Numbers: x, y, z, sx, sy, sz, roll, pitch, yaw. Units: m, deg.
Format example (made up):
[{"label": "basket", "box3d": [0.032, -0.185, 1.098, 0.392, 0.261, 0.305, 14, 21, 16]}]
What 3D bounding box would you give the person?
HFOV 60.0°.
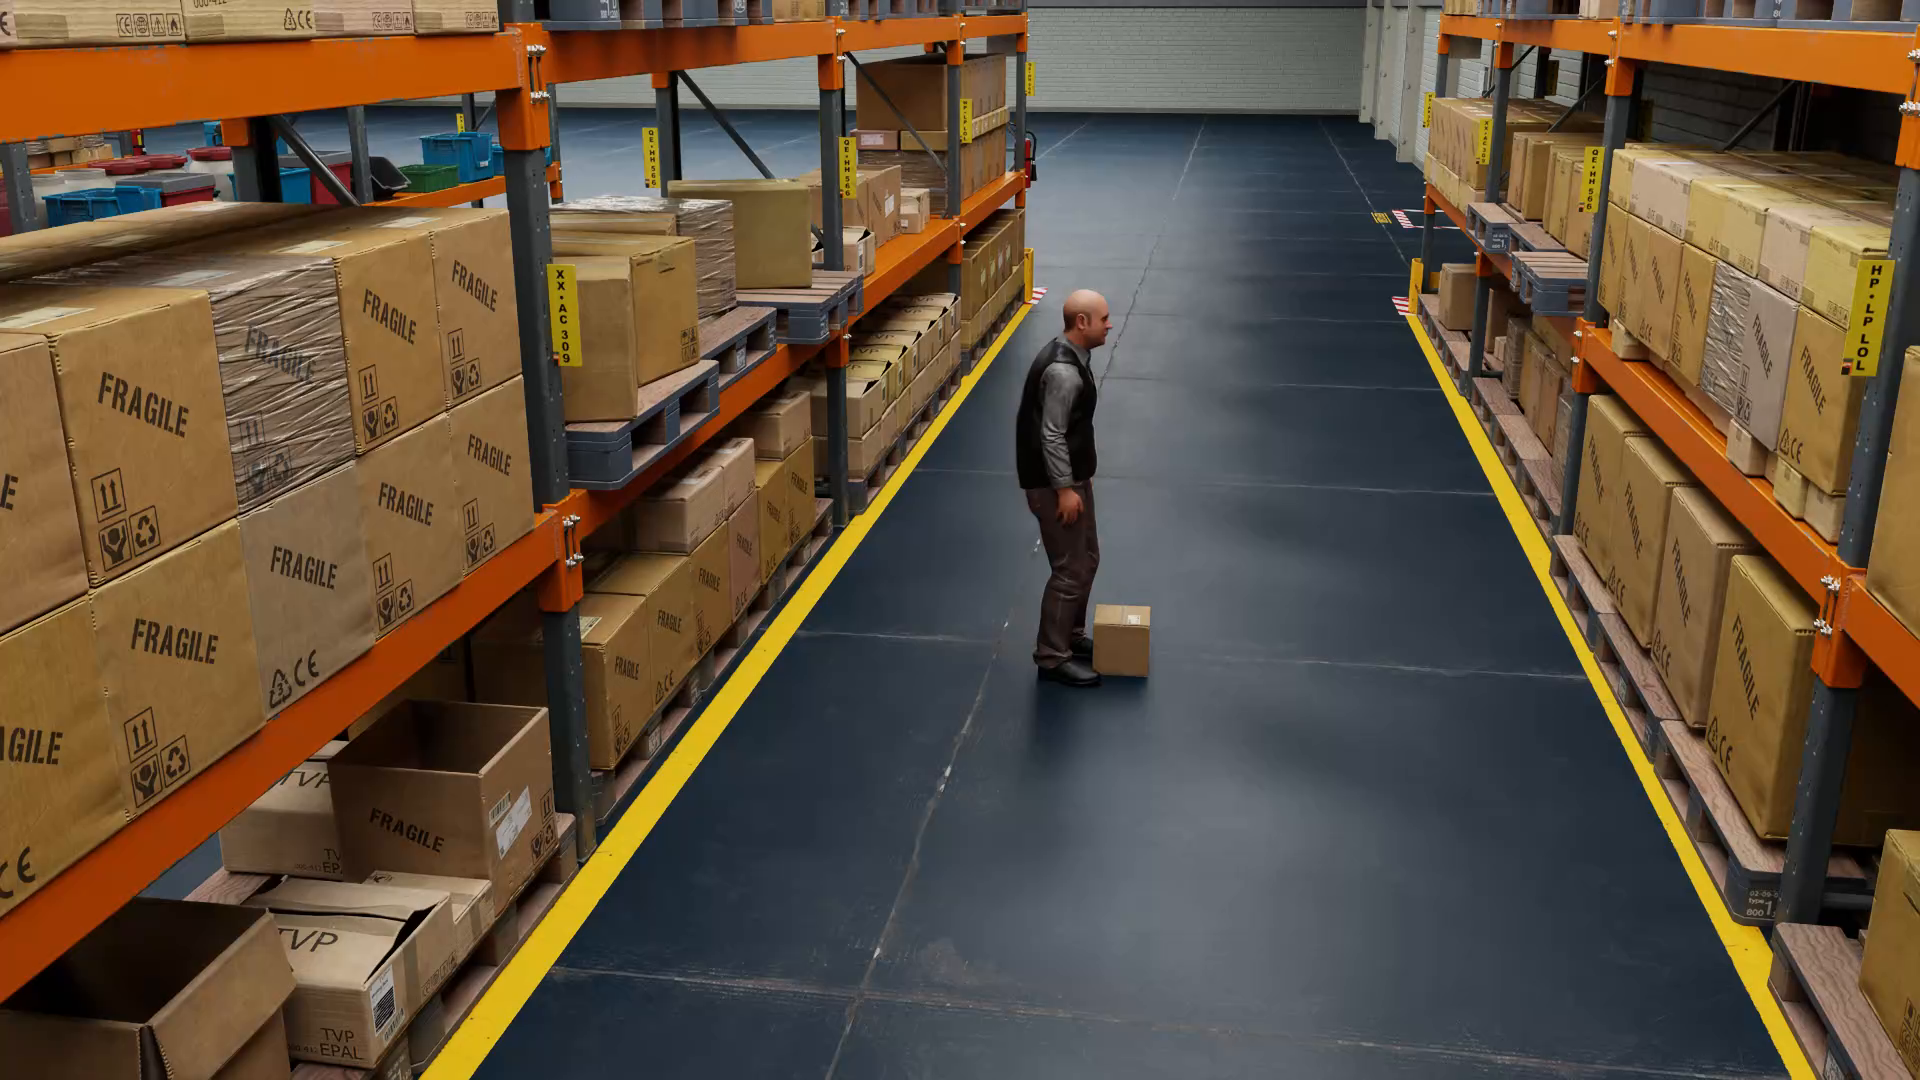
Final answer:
[{"label": "person", "box3d": [0.478, -0.201, 7.390, 0.467, 1.617, 0.579, 3, 18, 9]}]
